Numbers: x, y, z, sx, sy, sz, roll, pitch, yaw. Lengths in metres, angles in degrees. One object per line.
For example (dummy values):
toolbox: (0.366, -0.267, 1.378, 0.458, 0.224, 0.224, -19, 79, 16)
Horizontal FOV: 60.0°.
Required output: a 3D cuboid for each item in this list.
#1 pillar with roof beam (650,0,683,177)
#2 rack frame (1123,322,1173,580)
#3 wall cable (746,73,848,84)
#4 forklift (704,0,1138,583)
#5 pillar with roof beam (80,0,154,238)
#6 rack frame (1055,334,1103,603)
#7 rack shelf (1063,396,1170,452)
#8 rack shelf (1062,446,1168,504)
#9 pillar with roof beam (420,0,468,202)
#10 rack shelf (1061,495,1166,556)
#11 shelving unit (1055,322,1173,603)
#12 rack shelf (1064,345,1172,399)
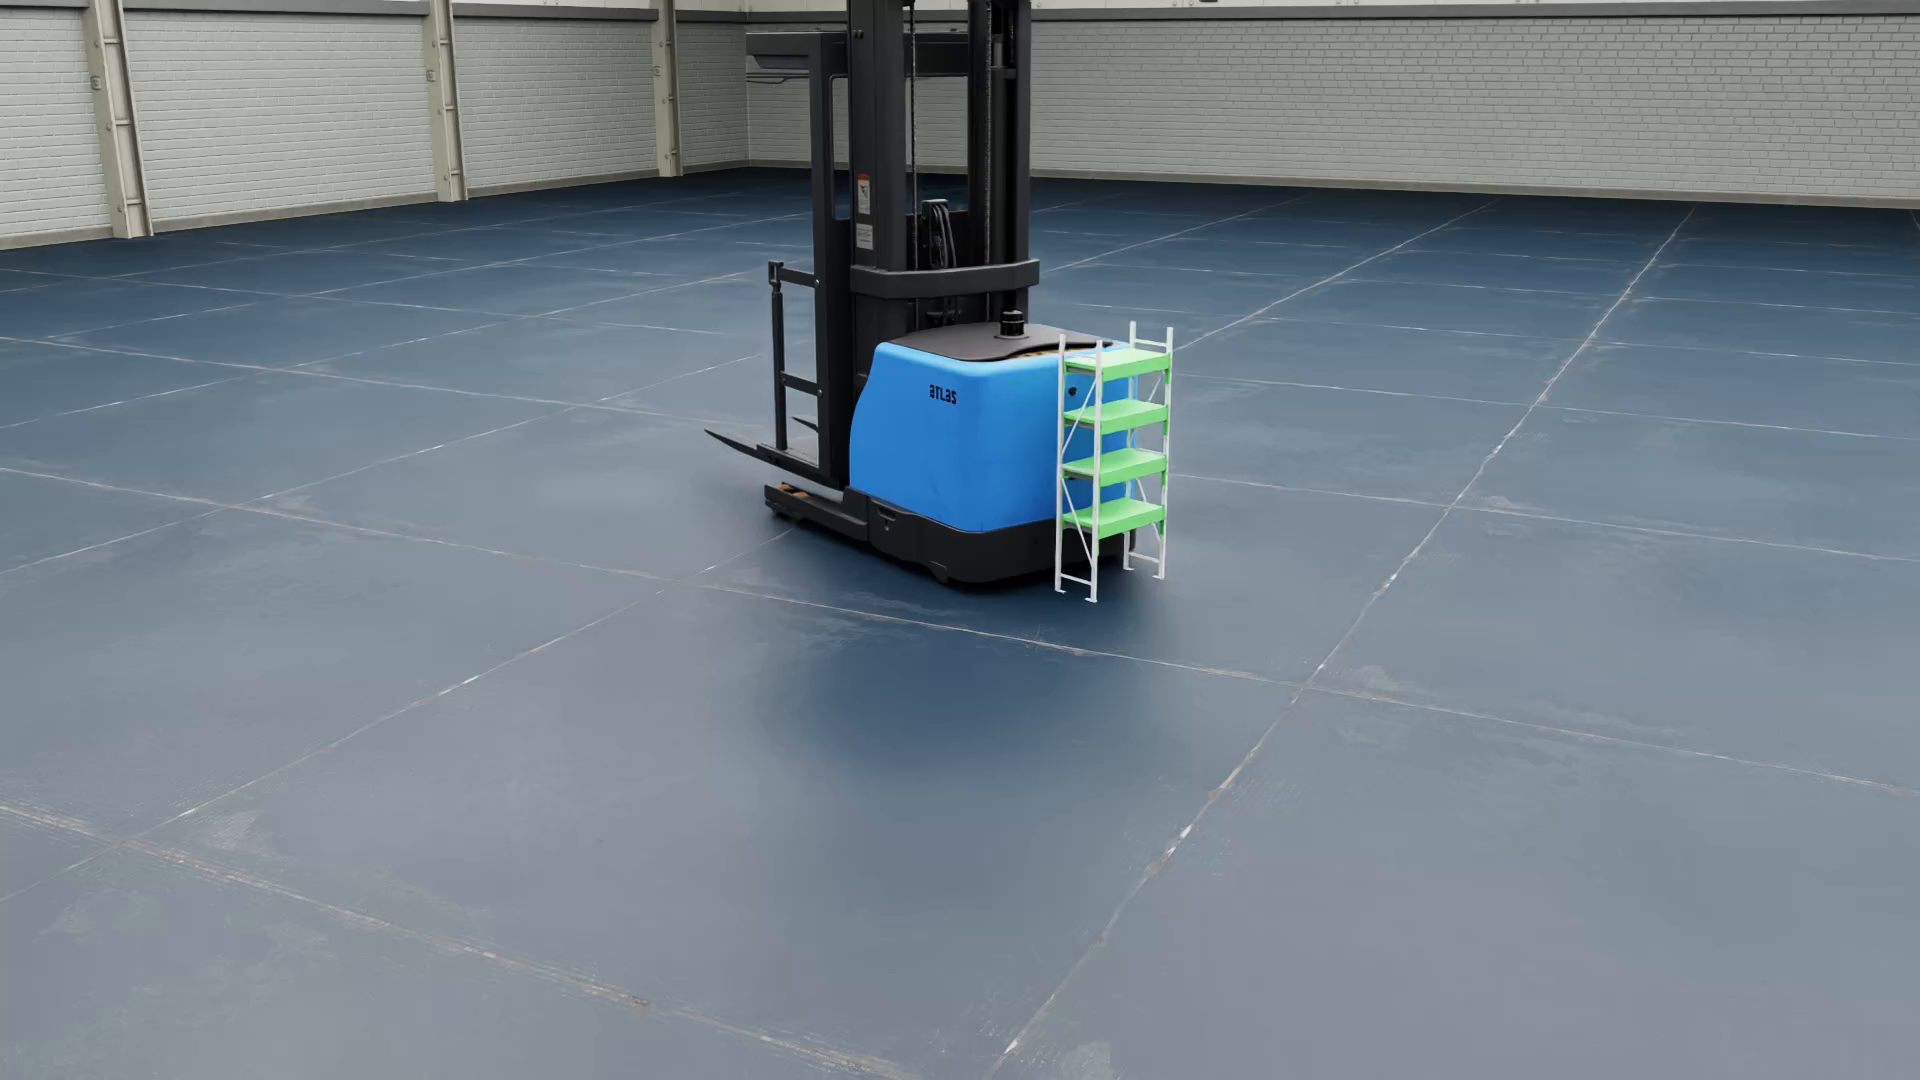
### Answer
pillar with roof beam: (-1.789, -10.864, 29.297, 9.100, 9.000, 0.400, 8, 18, 25)
rack frame: (0.880, -0.413, 7.806, 0.015, 1.200, 0.240, -16, 23, -42)
wall cable: (-3.141, -10.505, 33.543, 3.097, 2.526, 0.112, 8, 18, 25)
forklift: (-0.396, -1.565, 8.647, 1.130, 2.935, 3.031, -11, 20, -33)
pillar with roof beam: (-7.151, -7.807, 19.006, 9.100, 9.000, 0.400, 8, 18, 25)
rack frame: (0.531, -0.316, 7.479, 0.015, 1.200, 0.240, -16, 23, -42)
rack shelf: (0.705, -0.533, 7.593, 0.480, 0.148, 0.258, -16, 23, -42)
rack shelf: (0.706, -0.303, 7.661, 0.480, 0.148, 0.258, -16, 23, -42)
pillar with roof beam: (-4.470, -9.336, 24.151, 9.100, 9.000, 0.400, 8, 18, 25)
rack shelf: (0.706, -0.073, 7.729, 0.480, 0.148, 0.258, -16, 23, -42)
shelving unit: (0.706, -0.364, 7.643, 0.503, 1.200, 0.258, -16, 23, -42)
rack shelf: (0.705, -0.763, 7.524, 0.480, 0.148, 0.258, -16, 23, -42)
